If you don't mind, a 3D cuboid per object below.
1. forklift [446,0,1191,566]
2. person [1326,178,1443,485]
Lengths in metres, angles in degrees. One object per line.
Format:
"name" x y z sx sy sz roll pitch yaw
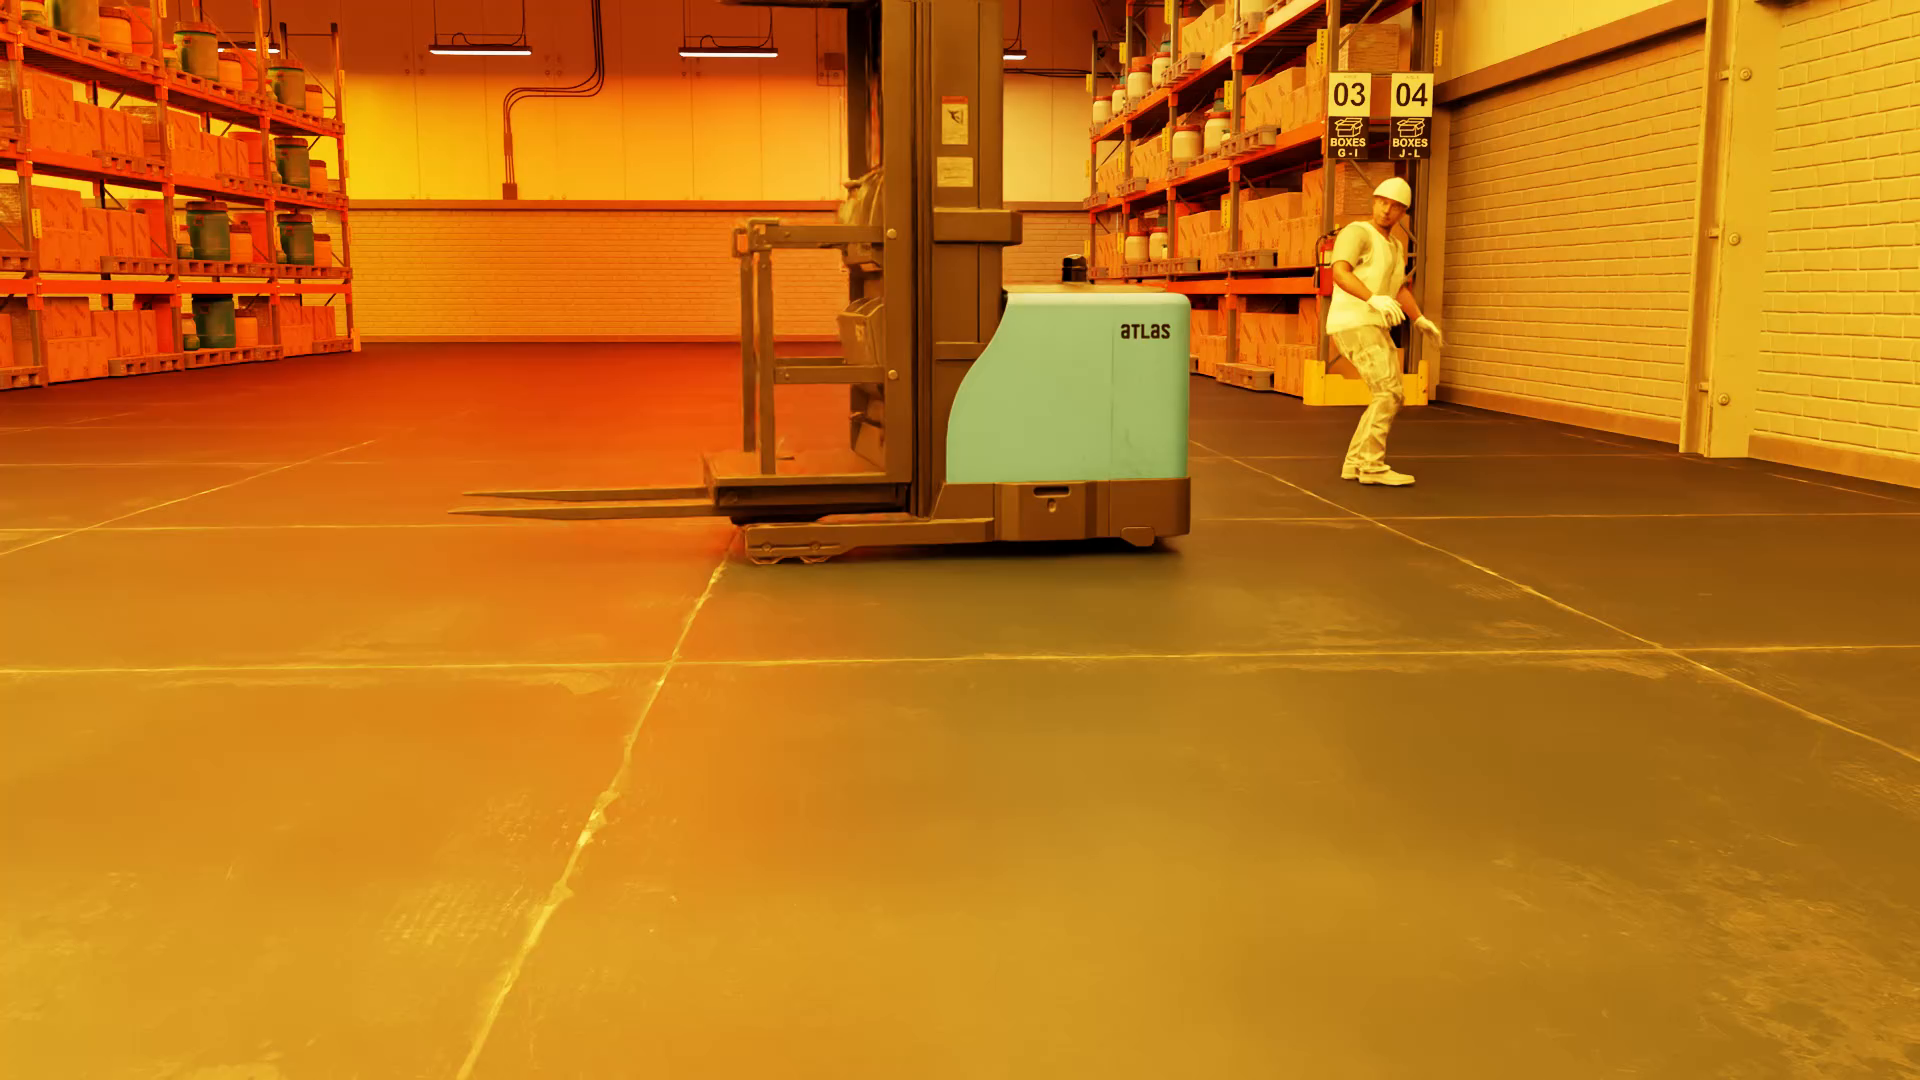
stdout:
"forklift" -0.599 -1.431 6.966 3.031 2.935 1.130 -2 9 -11
"person" 2.388 -1.175 9.436 0.533 1.724 0.795 5 10 32
